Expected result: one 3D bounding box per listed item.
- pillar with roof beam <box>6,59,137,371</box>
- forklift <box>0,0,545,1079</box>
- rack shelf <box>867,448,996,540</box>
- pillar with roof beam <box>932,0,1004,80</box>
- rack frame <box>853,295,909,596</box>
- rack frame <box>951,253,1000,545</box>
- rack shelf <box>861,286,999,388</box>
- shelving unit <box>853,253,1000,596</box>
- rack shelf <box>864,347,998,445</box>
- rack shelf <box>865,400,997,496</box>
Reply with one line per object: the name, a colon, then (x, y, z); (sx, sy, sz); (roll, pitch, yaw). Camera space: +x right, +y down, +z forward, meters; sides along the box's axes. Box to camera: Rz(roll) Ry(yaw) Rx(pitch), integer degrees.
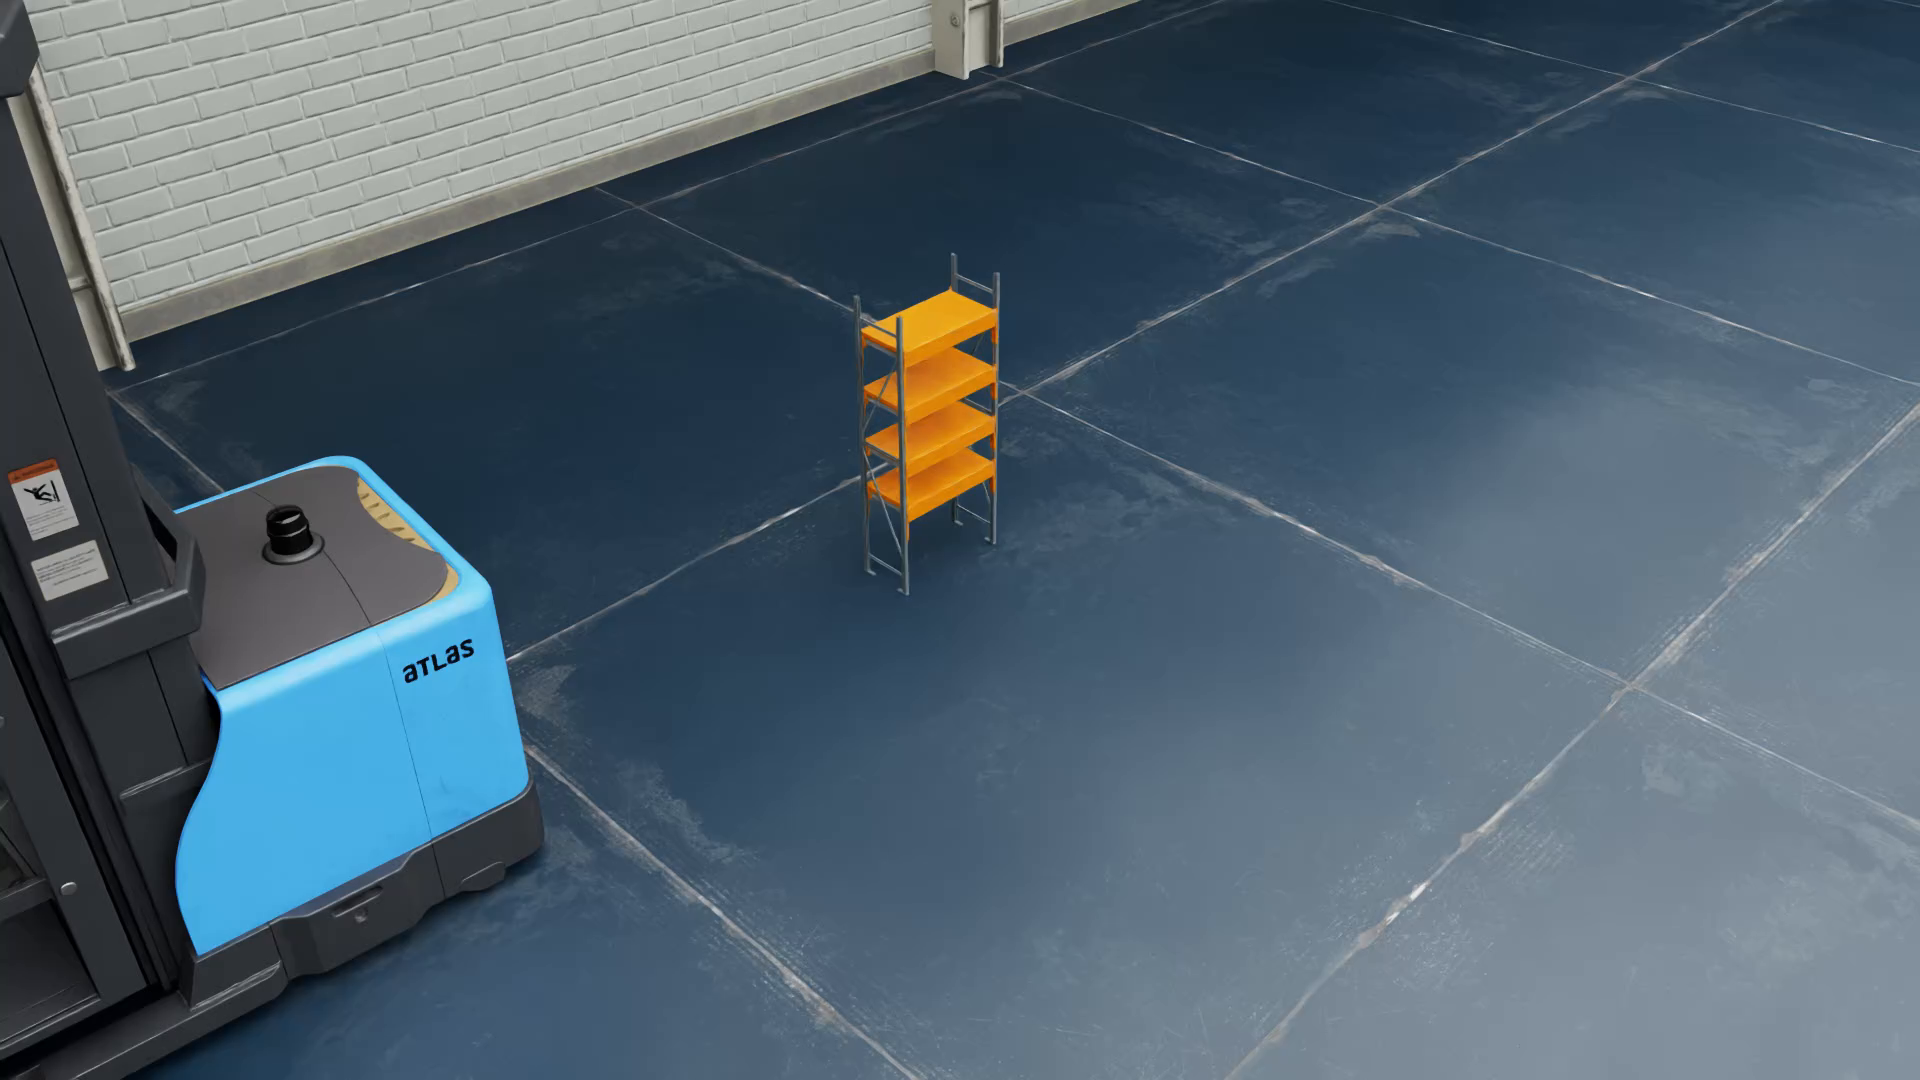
pillar with roof beam: (-1.118, -2.760, 2.841); (9.100, 9.000, 0.400); (30, 45, 35)
forklift: (-2.769, 0.141, 3.985); (3.031, 2.935, 1.130); (-26, 42, -32)
rack shelf: (-0.117, -0.207, 6.462); (0.258, 0.148, 0.480); (30, 45, 35)
pillar with roof beam: (3.109, -5.195, 6.333); (9.100, 9.000, 0.400); (30, 45, 35)
rack frame: (-0.289, -0.326, 6.168); (0.240, 1.200, 0.015); (30, 45, 35)
rack frame: (0.055, -0.524, 6.452); (0.240, 1.200, 0.015); (30, 45, 35)
rack shelf: (-0.117, -0.747, 6.086); (0.258, 0.148, 0.480); (30, 45, 35)
shelving unit: (-0.117, -0.425, 6.310); (0.258, 1.200, 0.503); (30, 45, 35)
rack shelf: (-0.117, -0.553, 6.221); (0.258, 0.148, 0.480); (30, 45, 35)
rack shelf: (-0.117, -0.370, 6.349); (0.258, 0.148, 0.480); (30, 45, 35)
